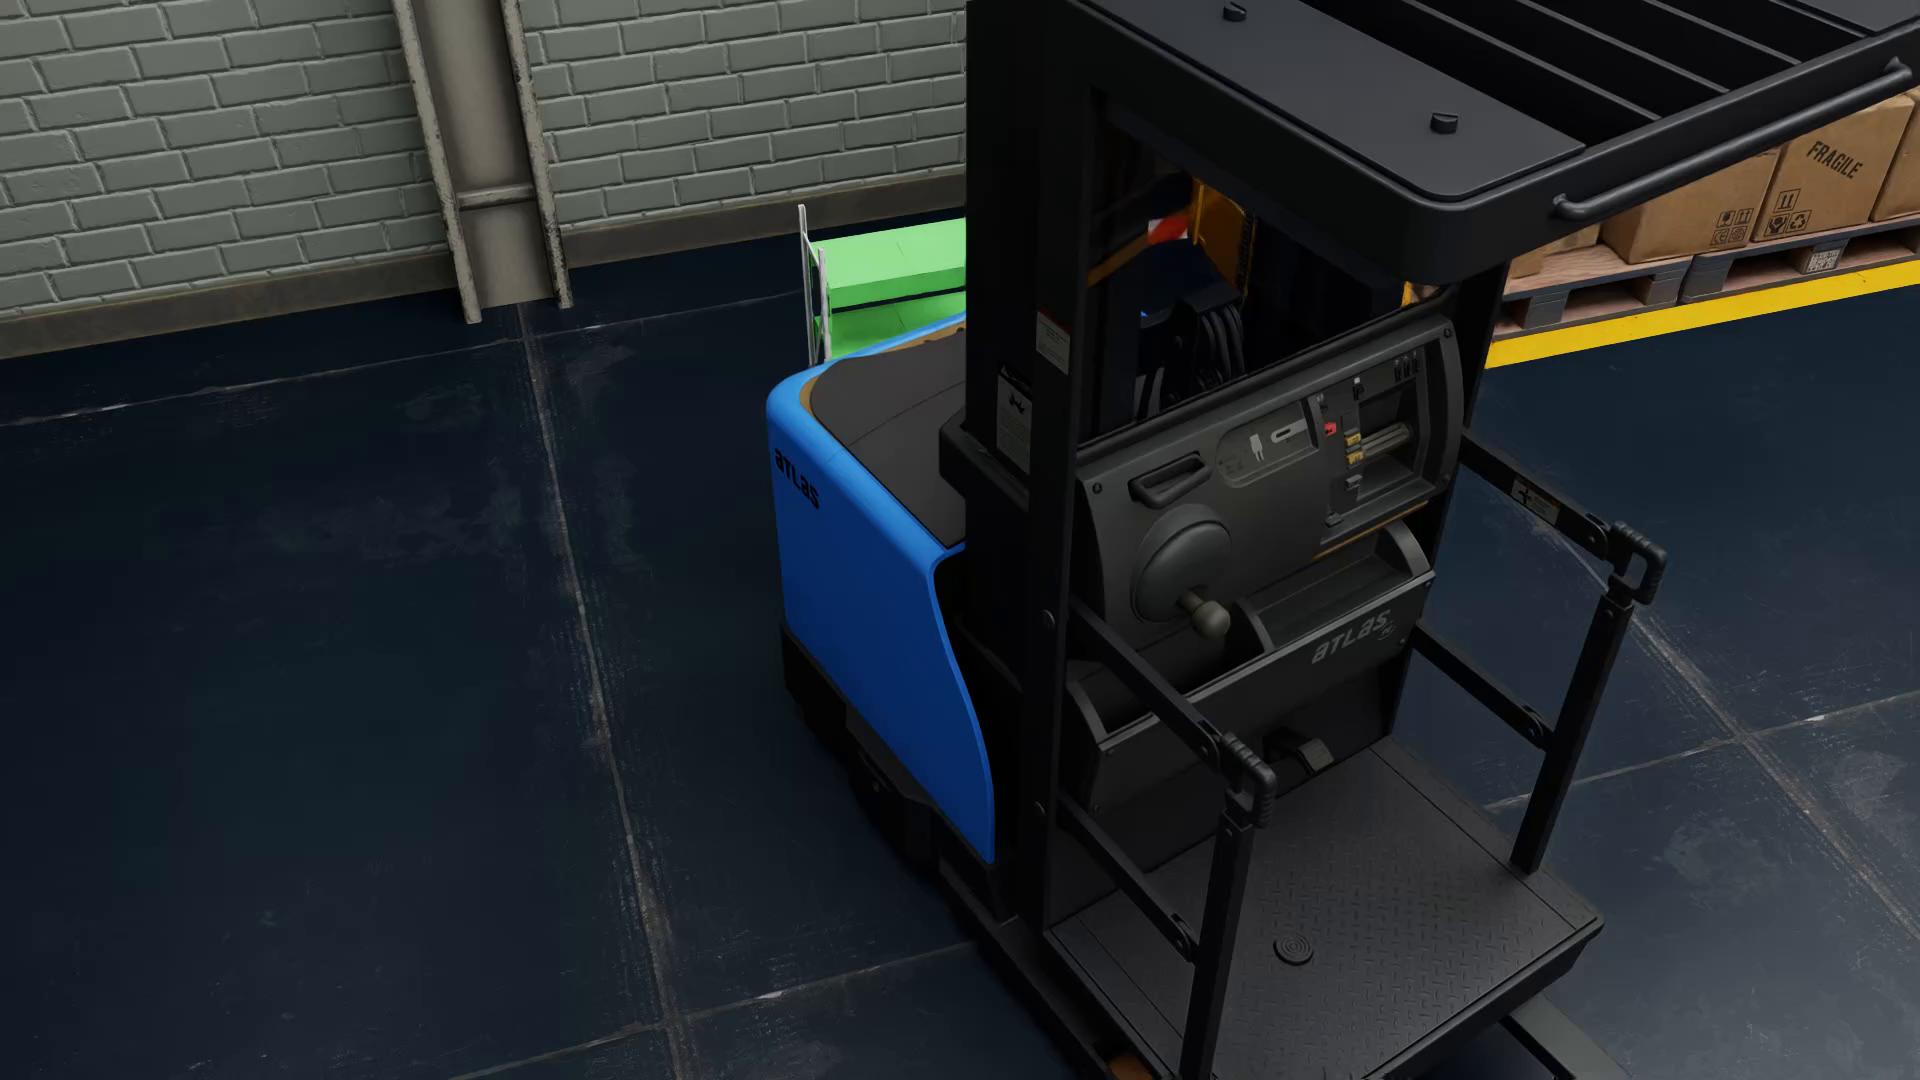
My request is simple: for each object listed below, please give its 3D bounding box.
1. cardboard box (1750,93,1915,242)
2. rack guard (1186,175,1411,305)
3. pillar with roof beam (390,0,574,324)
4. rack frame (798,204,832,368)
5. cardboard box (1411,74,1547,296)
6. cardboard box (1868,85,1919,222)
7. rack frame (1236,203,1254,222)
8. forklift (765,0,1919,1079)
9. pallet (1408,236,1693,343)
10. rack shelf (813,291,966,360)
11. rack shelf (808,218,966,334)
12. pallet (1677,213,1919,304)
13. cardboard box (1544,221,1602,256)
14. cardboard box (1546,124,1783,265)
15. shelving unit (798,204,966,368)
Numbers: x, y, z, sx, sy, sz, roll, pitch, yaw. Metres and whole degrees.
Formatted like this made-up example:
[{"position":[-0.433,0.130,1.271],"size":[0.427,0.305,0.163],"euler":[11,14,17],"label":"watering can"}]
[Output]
[{"position":[3.128,-1.497,6.264],"size":[0.500,0.500,0.500],"euler":[-11,42,-12],"label":"cardboard box"},{"position":[1.227,-1.106,6.136],"size":[0.348,0.500,1.175],"euler":[-12,42,-13],"label":"rack guard"},{"position":[-0.395,-1.623,0.268],"size":[0.400,9.000,9.100],"euler":[-12,42,-13],"label":"pillar with roof beam"},{"position":[-0.391,-0.371,4.763],"size":[0.015,1.200,0.240],"euler":[-12,42,-13],"label":"rack frame"},{"position":[1.766,-1.312,6.050],"size":[0.637,0.503,0.797],"euler":[-13,43,-15],"label":"cardboard box"},{"position":[3.584,-1.661,6.452],"size":[0.500,0.500,0.700],"euler":[-13,43,-15],"label":"cardboard box"},{"position":[1.155,-2.033,5.297],"size":[0.127,3.000,1.000],"euler":[-12,42,-13],"label":"rack frame"},{"position":[0.744,-0.046,3.074],"size":[1.130,2.935,3.031],"euler":[-24,46,-25],"label":"forklift"},{"position":[1.987,-1.156,6.413],"size":[1.213,0.211,1.003],"euler":[-12,42,-13],"label":"pallet"},{"position":[-0.158,-0.552,4.702],"size":[0.480,0.148,0.258],"euler":[-12,42,-13],"label":"rack shelf"},{"position":[-0.158,-0.732,4.544],"size":[0.480,0.148,0.258],"euler":[-12,42,-13],"label":"rack shelf"},{"position":[3.149,-1.394,6.686],"size":[1.213,0.211,1.003],"euler":[-12,42,-13],"label":"pallet"},{"position":[2.183,-1.238,6.235],"size":[0.250,0.149,0.380],"euler":[-13,43,-15],"label":"cardboard box"},{"position":[2.593,-1.455,6.217],"size":[0.500,0.500,0.700],"euler":[-10,42,-11],"label":"cardboard box"},{"position":[-0.158,-0.419,4.818],"size":[0.503,1.200,0.258],"euler":[-12,42,-13],"label":"shelving unit"}]
